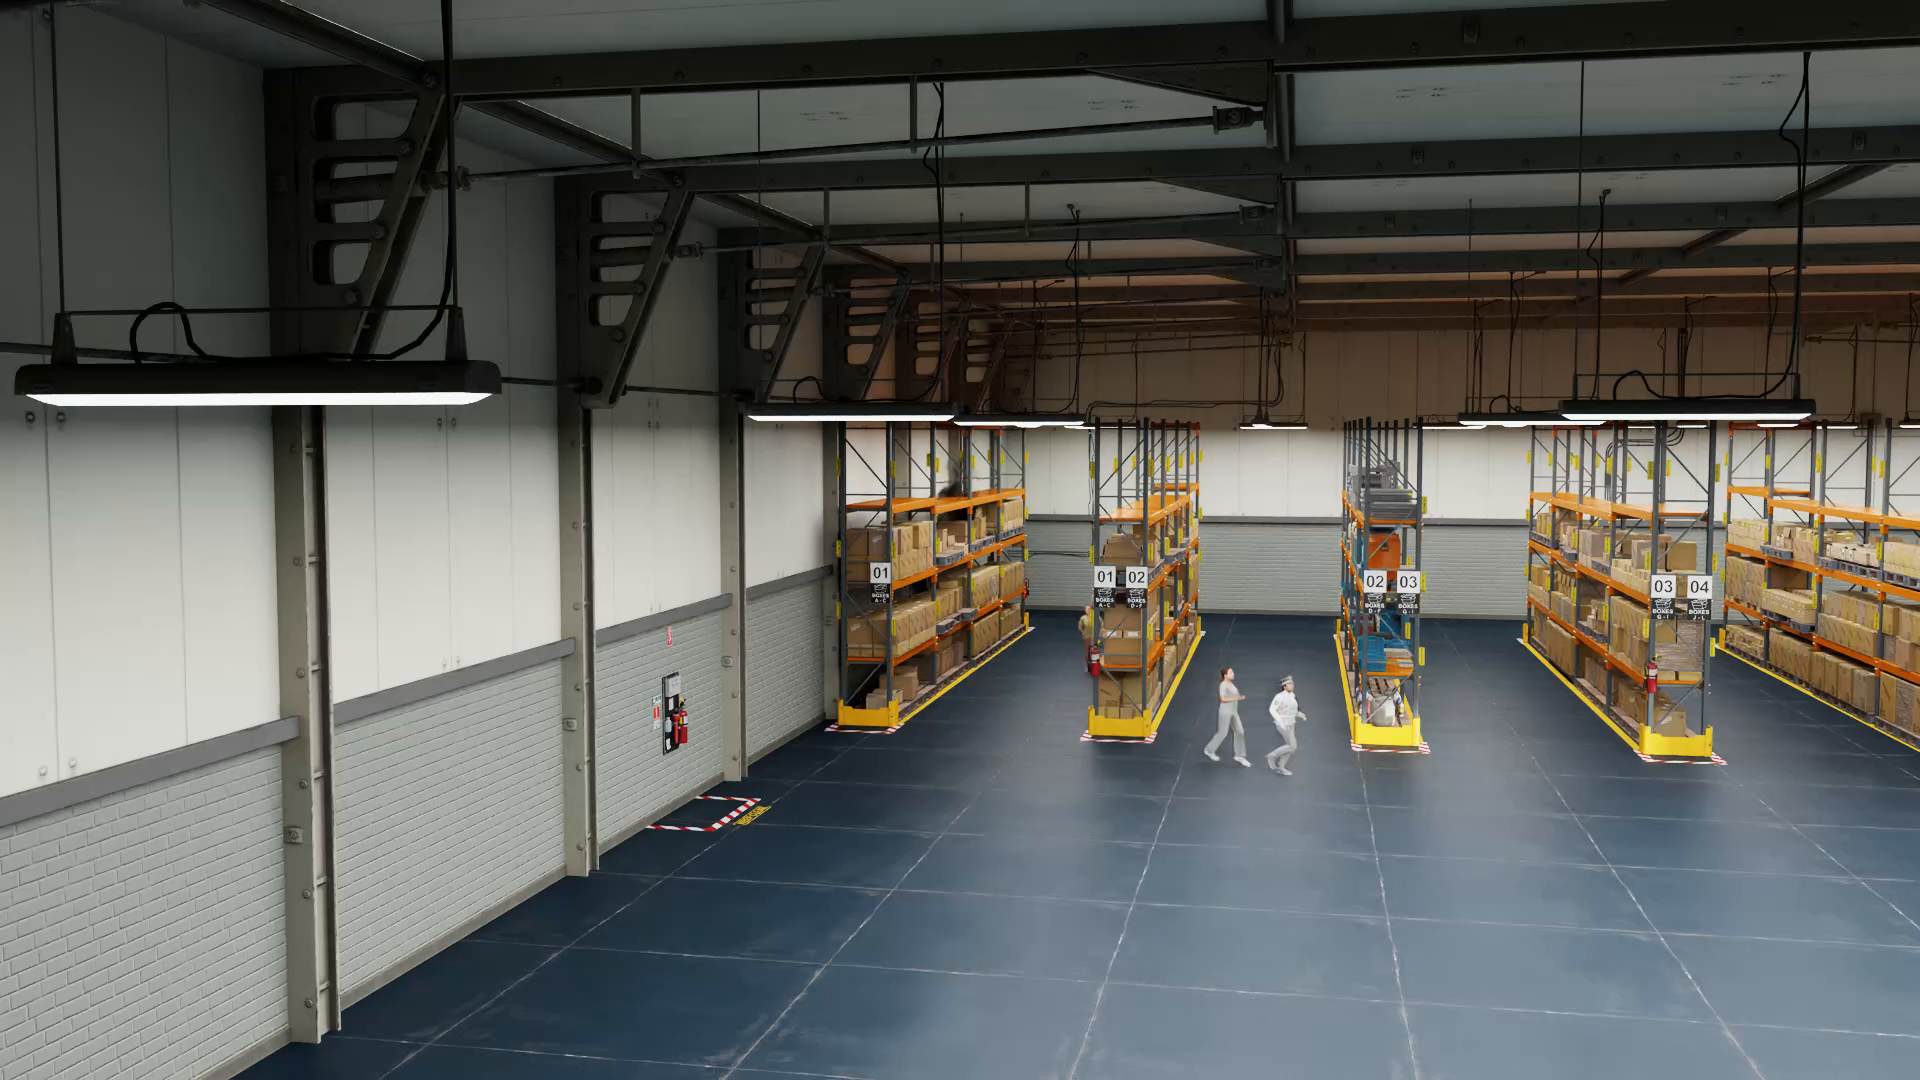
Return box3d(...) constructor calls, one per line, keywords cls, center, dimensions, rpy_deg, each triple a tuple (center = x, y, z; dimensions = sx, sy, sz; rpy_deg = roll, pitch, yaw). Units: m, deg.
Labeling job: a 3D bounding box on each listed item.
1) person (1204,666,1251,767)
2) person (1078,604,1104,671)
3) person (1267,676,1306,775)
box3d(cls="person", center=(4.604, 3.015, 28.581), dimensions=(0.814, 1.705, 0.555), rpy_deg=(3, 5, 36))
box3d(cls="person", center=(3.099, 2.337, 39.529), dimensions=(0.596, 1.622, 0.716), rpy_deg=(1, 4, 15))
box3d(cls="person", center=(5.477, 3.093, 27.813), dimensions=(0.569, 1.669, 0.605), rpy_deg=(3, 5, 39))
